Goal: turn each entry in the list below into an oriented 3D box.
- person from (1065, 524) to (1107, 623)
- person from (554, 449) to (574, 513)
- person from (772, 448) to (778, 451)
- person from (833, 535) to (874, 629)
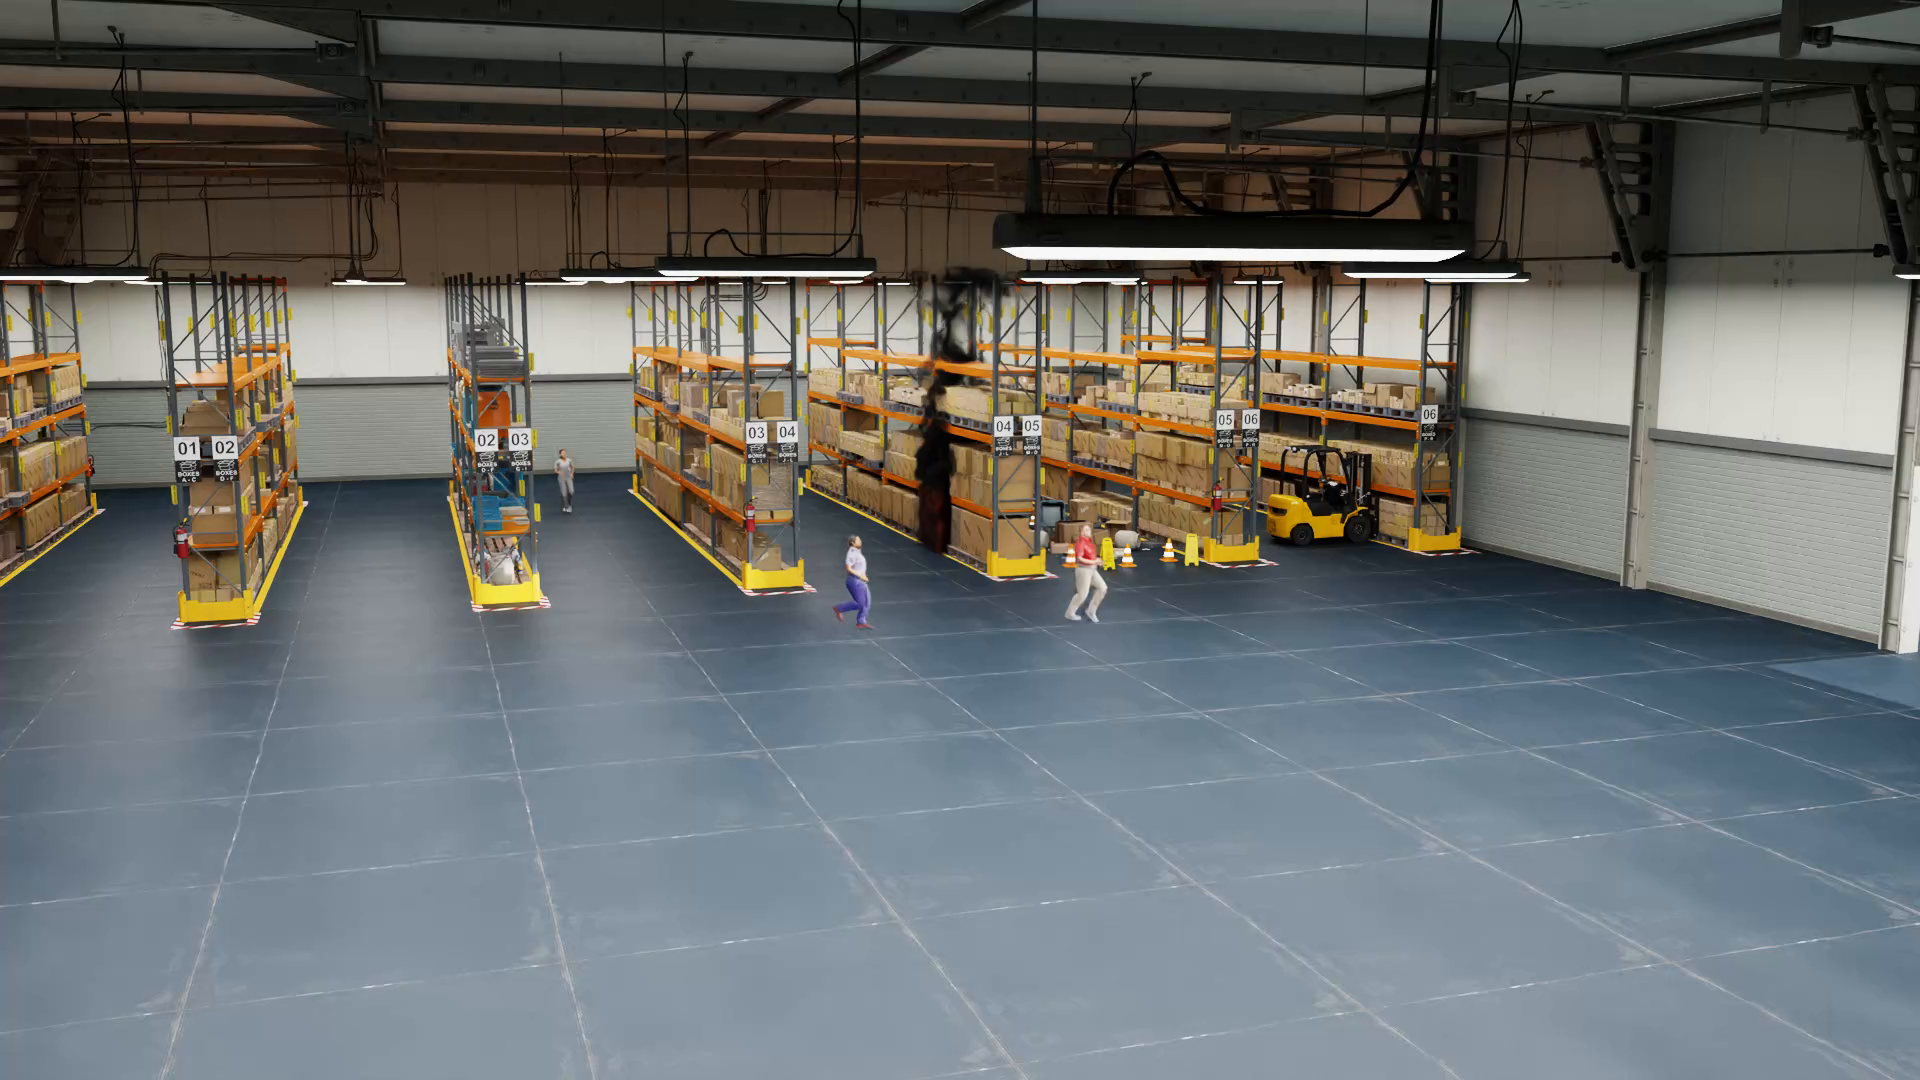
[{"bbox_3d":[2.182,0.592,28.679,0.737,1.754,0.671,4,10,26],"label":"person"},{"bbox_3d":[-10.112,-1.517,42.617,0.540,1.653,0.655,-4,9,-23],"label":"person"},{"bbox_3d":[-5.515,-2.254,47.597,0.732,1.648,0.598,-2,9,-10],"label":"person"},{"bbox_3d":[-1.807,0.708,28.154,0.685,1.618,0.607,0,9,3],"label":"person"}]
